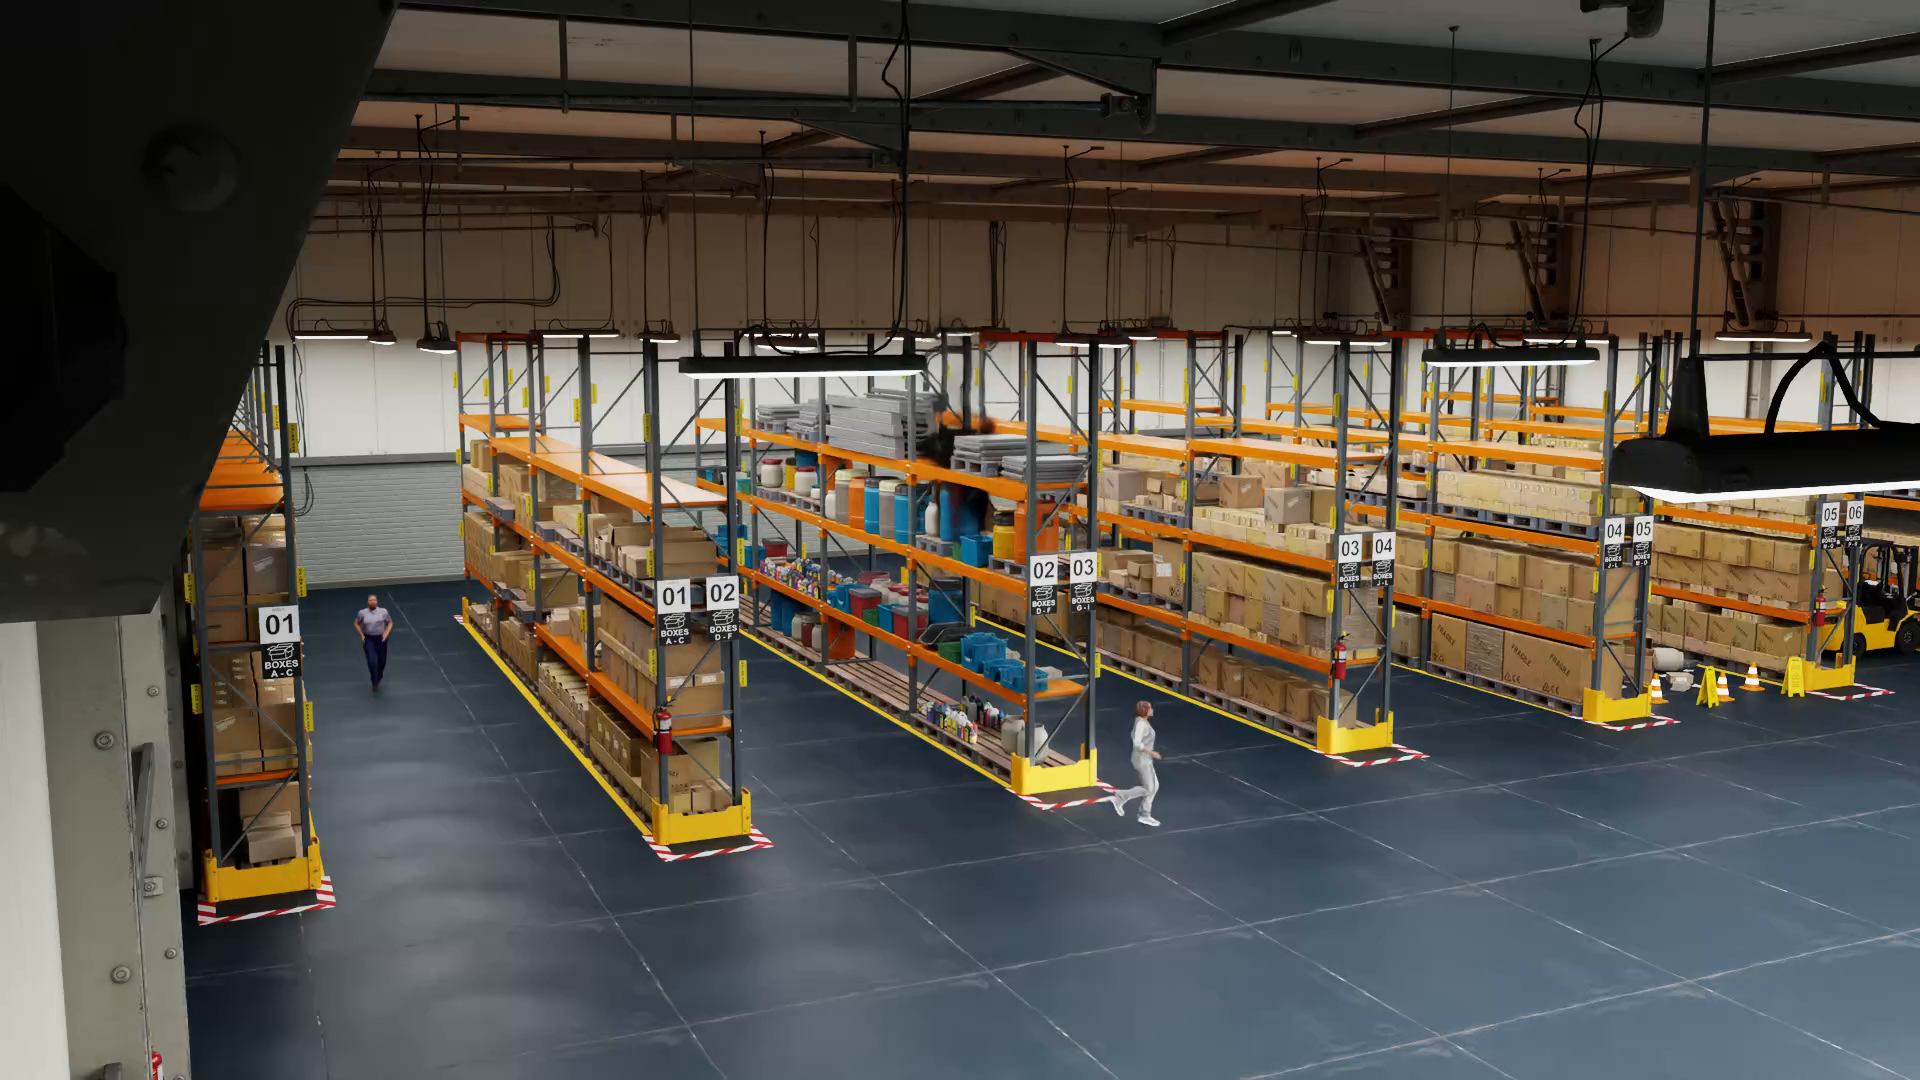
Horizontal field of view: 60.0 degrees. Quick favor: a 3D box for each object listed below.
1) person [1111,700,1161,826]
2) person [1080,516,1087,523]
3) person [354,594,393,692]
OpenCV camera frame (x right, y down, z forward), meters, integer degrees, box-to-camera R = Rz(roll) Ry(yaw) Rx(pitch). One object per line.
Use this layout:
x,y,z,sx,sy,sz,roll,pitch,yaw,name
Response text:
2.213,2.782,20.825,0.616,1.556,0.561,1,8,7,person
3.325,-0.217,42.017,0.632,1.824,0.705,6,10,37,person
-9.987,1.729,28.354,0.618,1.618,0.742,-3,8,-24,person
